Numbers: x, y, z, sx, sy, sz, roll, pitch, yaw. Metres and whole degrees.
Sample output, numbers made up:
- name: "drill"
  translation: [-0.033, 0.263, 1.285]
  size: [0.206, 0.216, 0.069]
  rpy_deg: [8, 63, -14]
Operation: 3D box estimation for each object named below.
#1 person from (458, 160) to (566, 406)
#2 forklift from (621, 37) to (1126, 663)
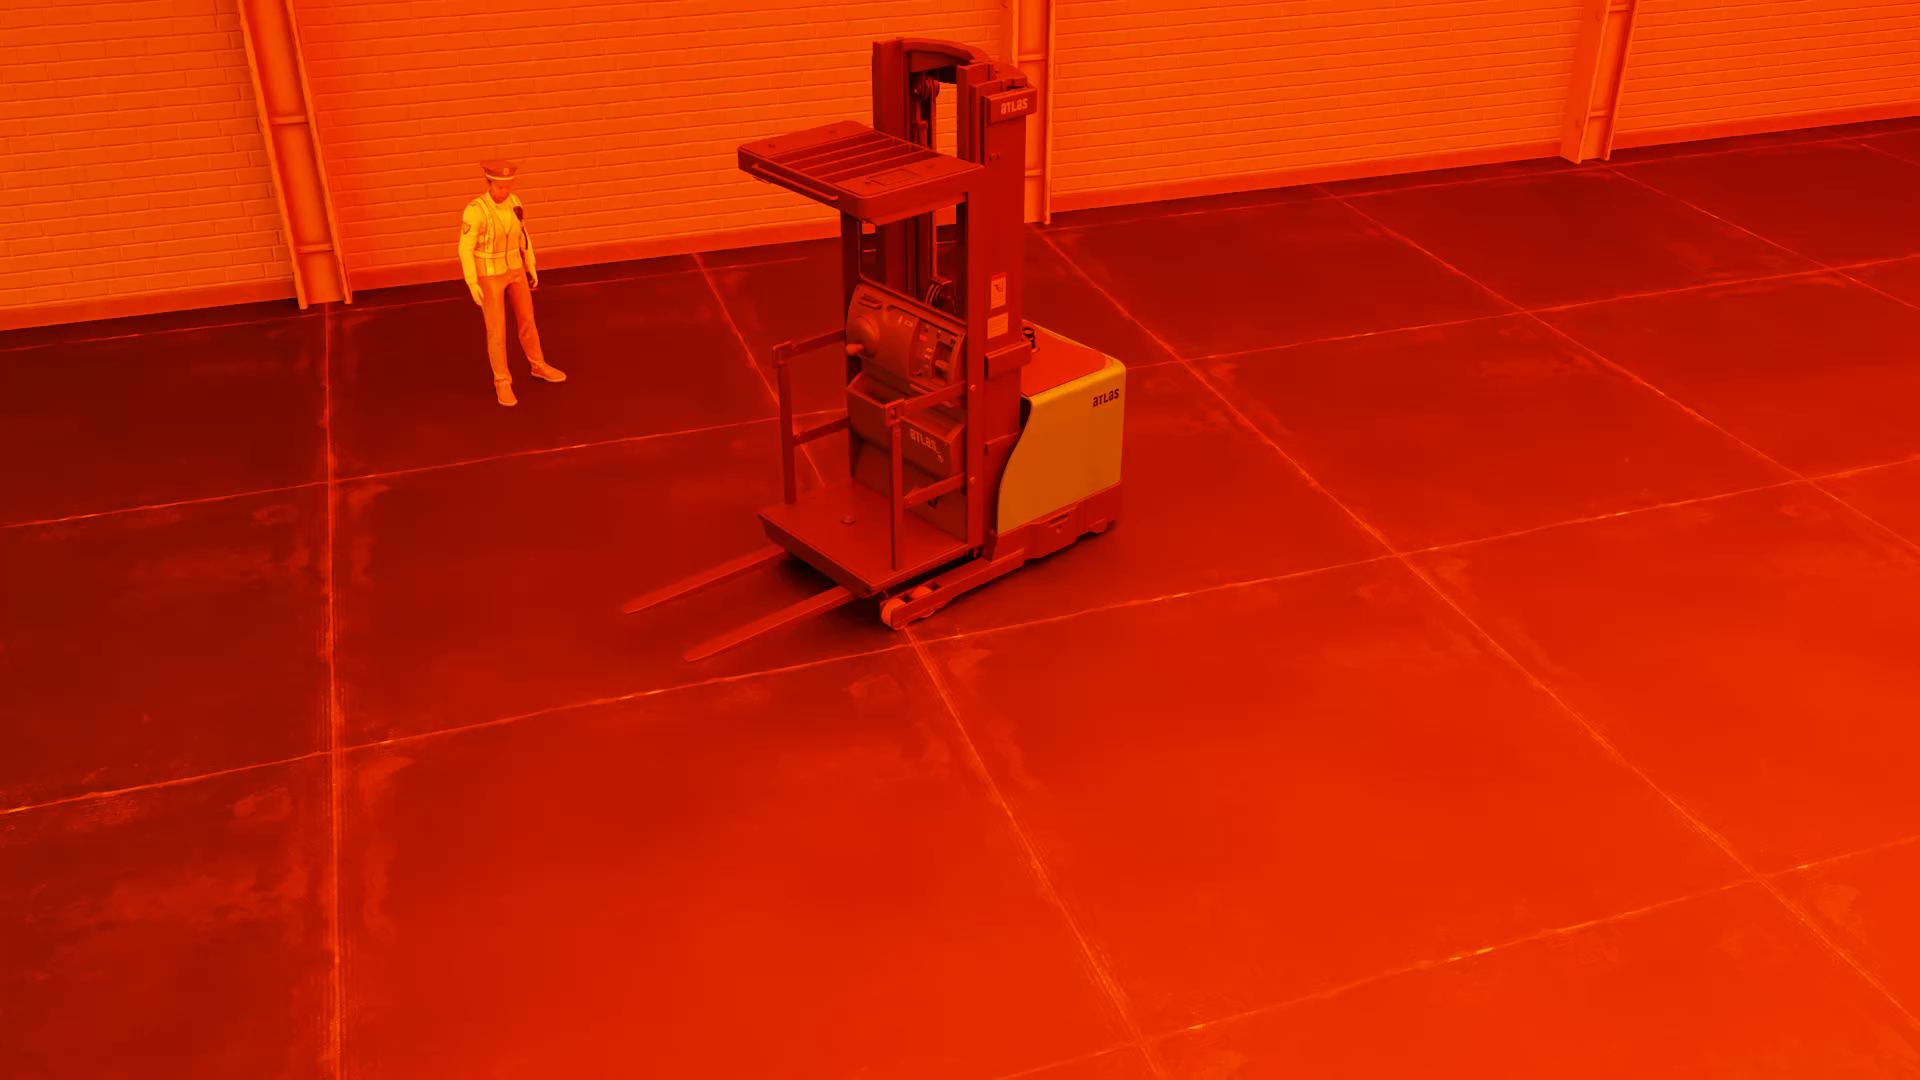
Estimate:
- name: "person"
  translation: [-3.144, -1.814, 11.514]
  size: [0.418, 1.673, 0.613]
  rpy_deg: [23, 37, 34]
- name: "forklift"
  translation: [-0.461, -1.072, 8.951]
  size: [3.031, 2.935, 1.130]
  rpy_deg: [-23, 37, -34]
